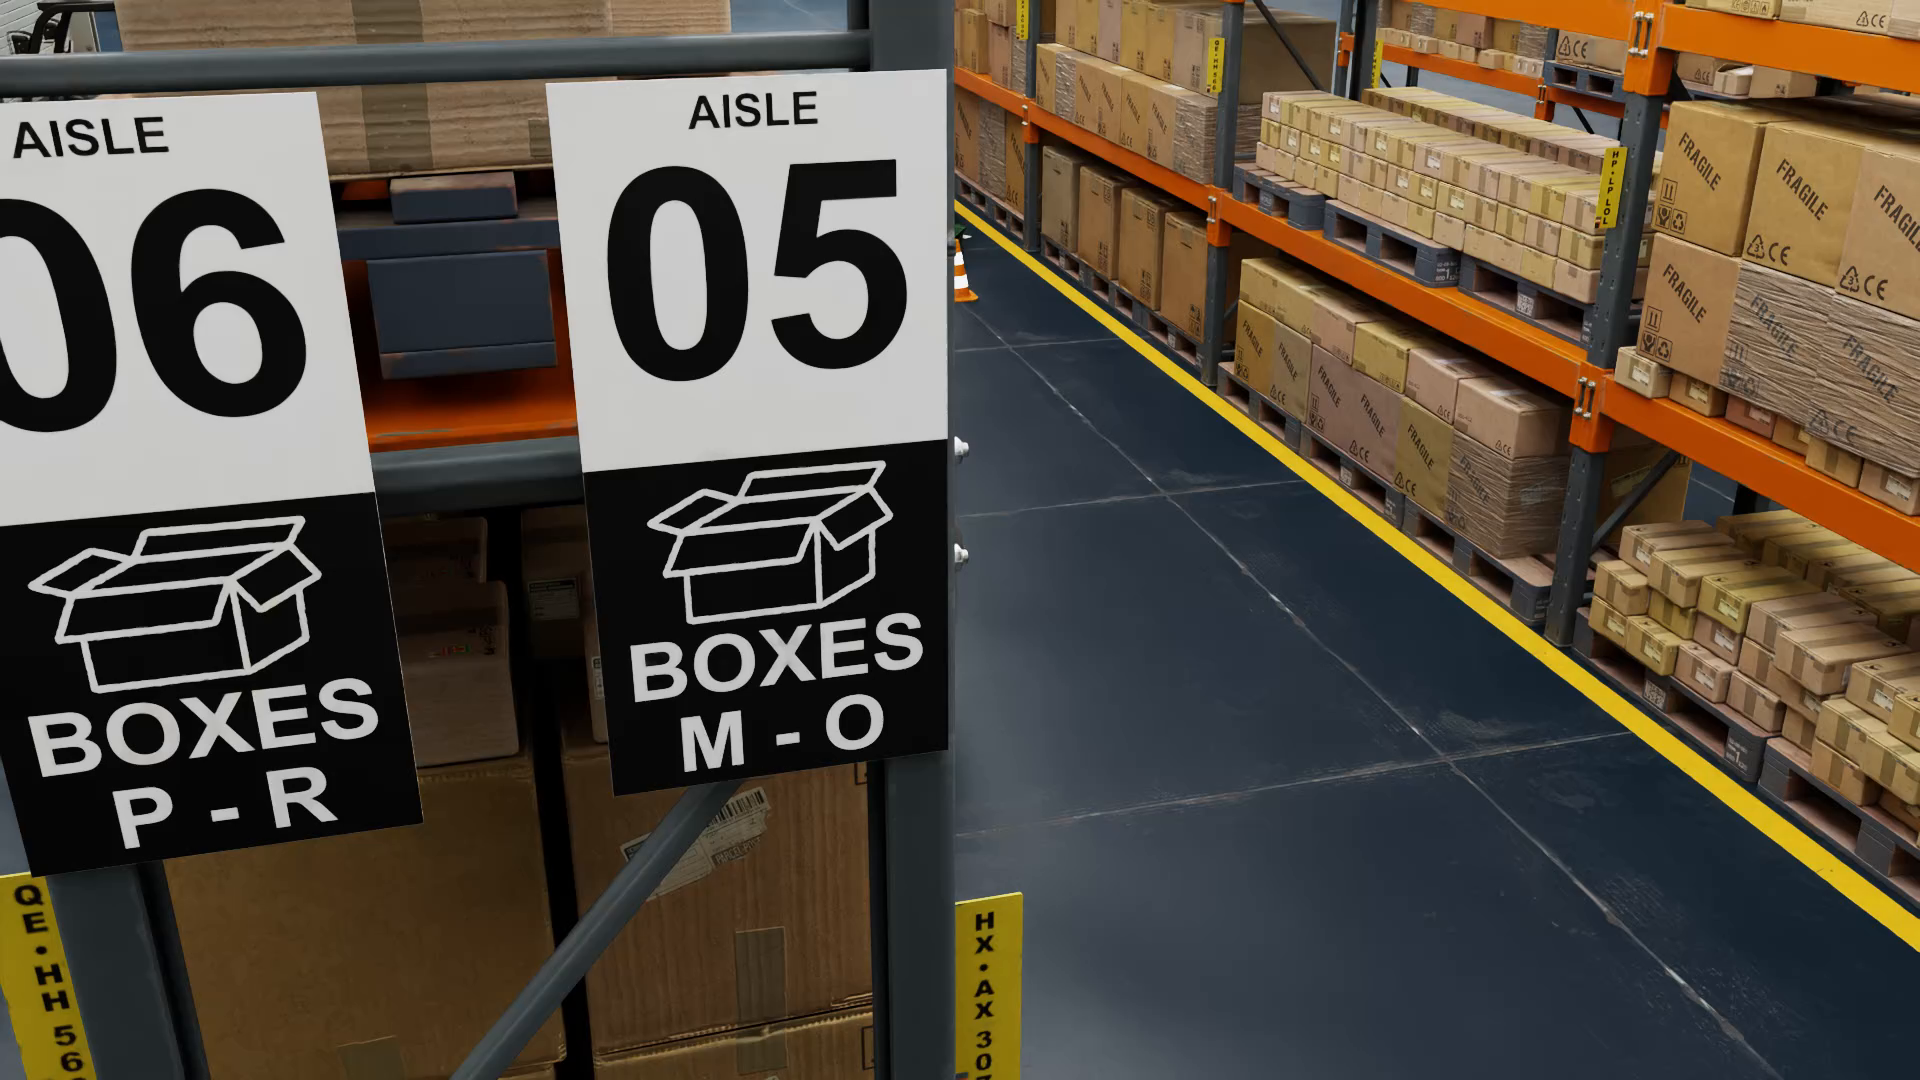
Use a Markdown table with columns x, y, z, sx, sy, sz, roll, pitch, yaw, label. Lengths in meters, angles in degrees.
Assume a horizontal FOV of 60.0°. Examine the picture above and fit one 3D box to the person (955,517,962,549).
| x | y | z | sx | sy | sz | roll | pitch | yaw | label |
| --- | --- | --- | --- | --- | --- | --- | --- | --- | --- |
| -0.315 | 0.095 | 6.908 | 0.407 | 1.251 | 0.825 | -13 | 26 | -28 | person |
